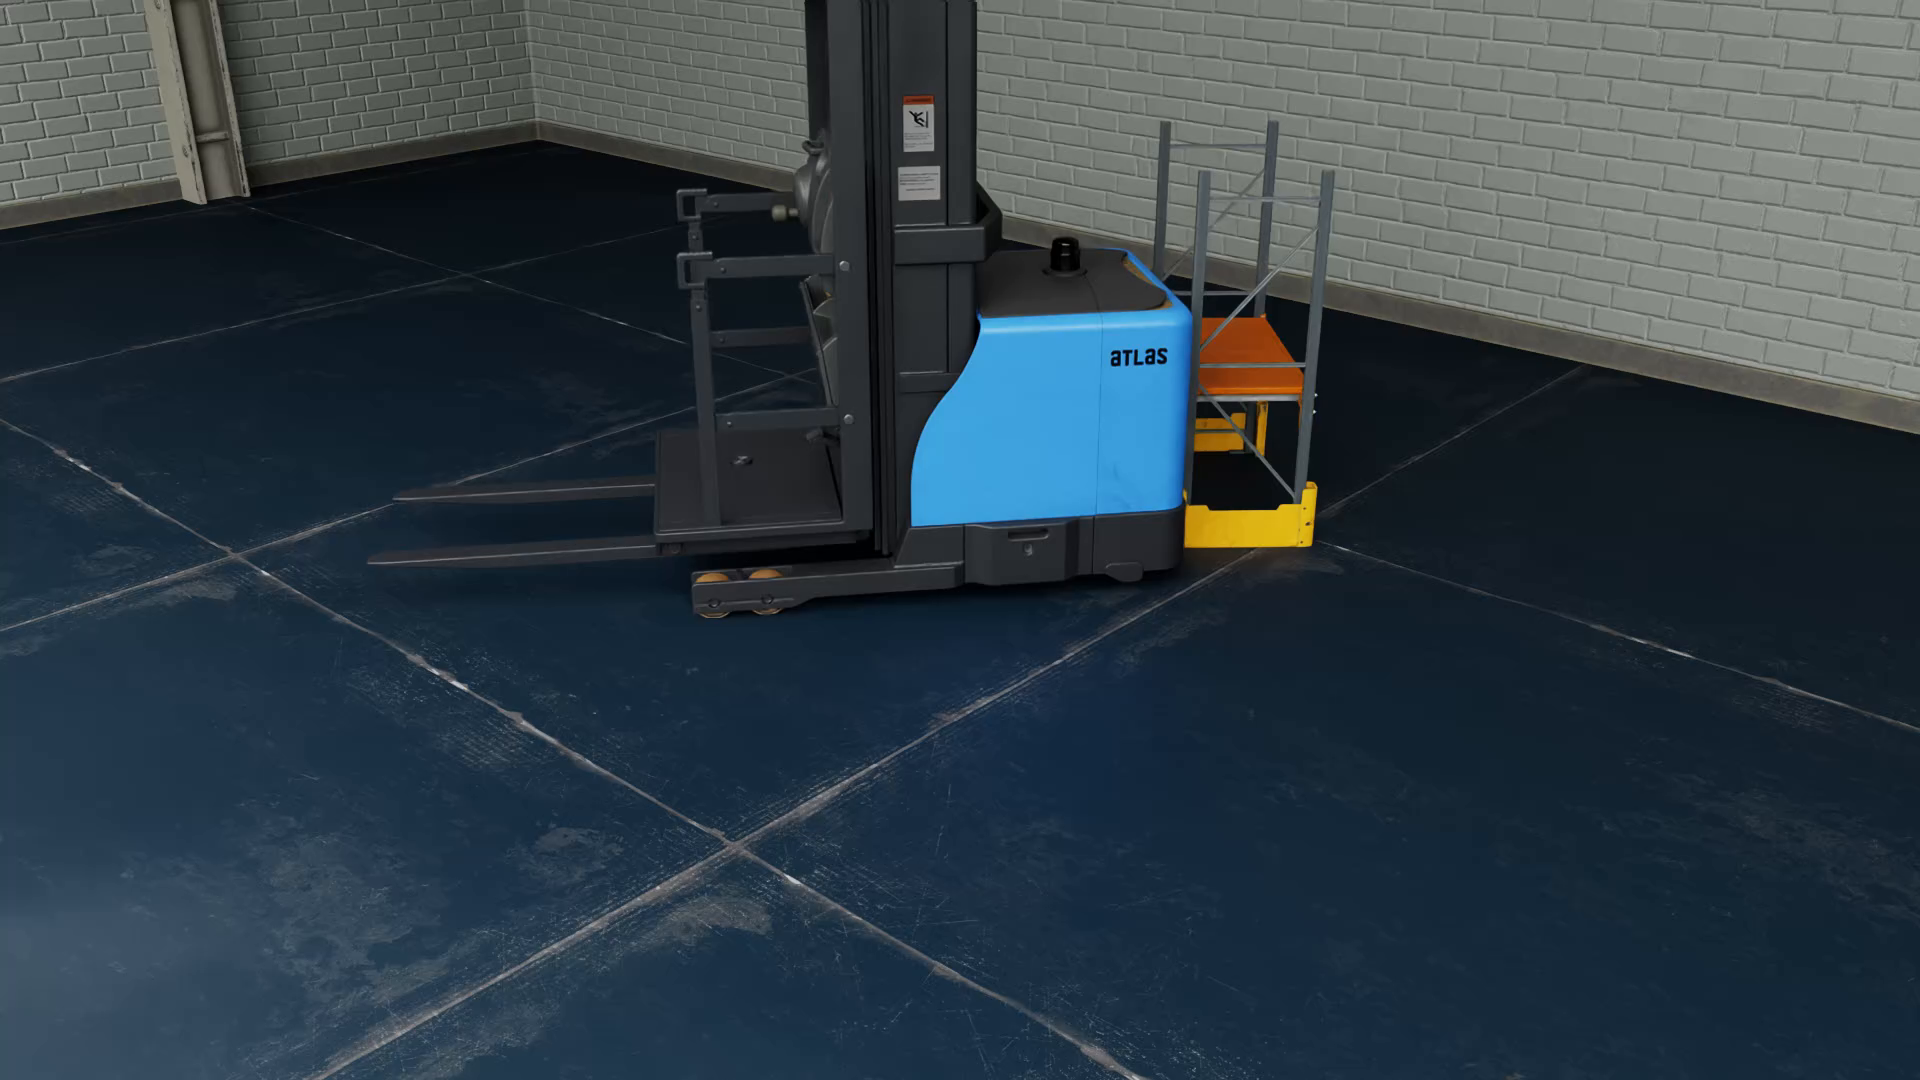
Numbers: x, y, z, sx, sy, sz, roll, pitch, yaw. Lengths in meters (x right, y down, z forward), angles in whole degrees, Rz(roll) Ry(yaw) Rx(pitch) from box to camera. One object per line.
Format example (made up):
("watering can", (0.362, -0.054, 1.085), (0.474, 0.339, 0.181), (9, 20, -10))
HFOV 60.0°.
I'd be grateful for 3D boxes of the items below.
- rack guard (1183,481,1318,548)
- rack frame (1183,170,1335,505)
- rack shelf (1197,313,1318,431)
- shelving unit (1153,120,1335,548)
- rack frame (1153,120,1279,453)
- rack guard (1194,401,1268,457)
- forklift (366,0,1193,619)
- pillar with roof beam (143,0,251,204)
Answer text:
("rack guard", (1.126, -0.101, 6.670), (0.587, 0.250, 0.087), (-1, 24, -1))
("rack frame", (1.126, -0.671, 6.413), (0.500, 1.500, 0.032), (-1, 24, -1))
("rack shelf", (1.112, -0.715, 6.950), (0.538, 0.185, 1.000), (-1, 24, -1))
("shelving unit", (1.113, -0.875, 6.868), (0.587, 1.500, 1.083), (-1, 24, -1))
("rack frame", (1.099, -1.087, 7.340), (0.500, 1.500, 0.032), (-1, 24, -1))
("rack guard", (1.099, -0.508, 7.578), (0.587, 0.250, 0.087), (-1, 24, -1))
("forklift", (-0.704, -1.280, 6.022), (3.031, 2.935, 1.130), (-4, 24, -8))
("pillar with roof beam", (-2.383, -5.508, 8.037), (9.100, 9.000, 0.400), (20, 31, 38))
